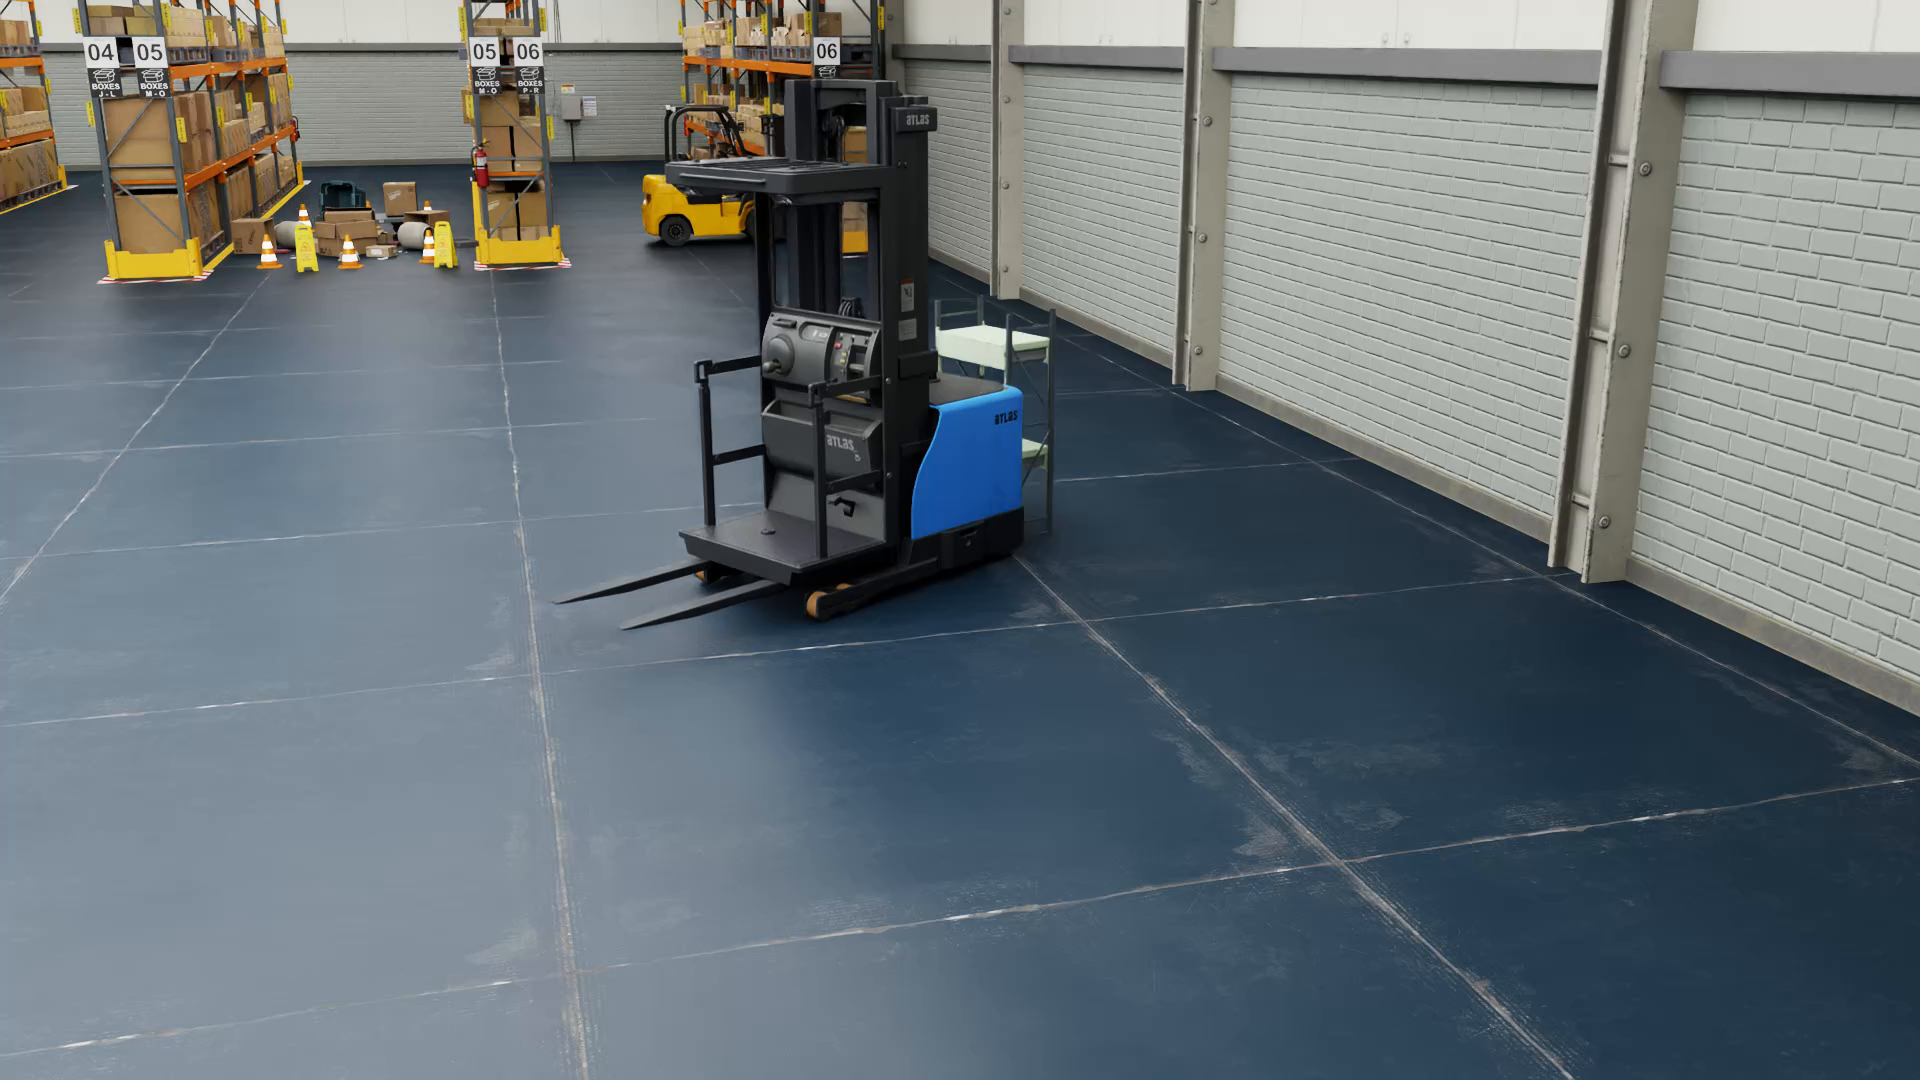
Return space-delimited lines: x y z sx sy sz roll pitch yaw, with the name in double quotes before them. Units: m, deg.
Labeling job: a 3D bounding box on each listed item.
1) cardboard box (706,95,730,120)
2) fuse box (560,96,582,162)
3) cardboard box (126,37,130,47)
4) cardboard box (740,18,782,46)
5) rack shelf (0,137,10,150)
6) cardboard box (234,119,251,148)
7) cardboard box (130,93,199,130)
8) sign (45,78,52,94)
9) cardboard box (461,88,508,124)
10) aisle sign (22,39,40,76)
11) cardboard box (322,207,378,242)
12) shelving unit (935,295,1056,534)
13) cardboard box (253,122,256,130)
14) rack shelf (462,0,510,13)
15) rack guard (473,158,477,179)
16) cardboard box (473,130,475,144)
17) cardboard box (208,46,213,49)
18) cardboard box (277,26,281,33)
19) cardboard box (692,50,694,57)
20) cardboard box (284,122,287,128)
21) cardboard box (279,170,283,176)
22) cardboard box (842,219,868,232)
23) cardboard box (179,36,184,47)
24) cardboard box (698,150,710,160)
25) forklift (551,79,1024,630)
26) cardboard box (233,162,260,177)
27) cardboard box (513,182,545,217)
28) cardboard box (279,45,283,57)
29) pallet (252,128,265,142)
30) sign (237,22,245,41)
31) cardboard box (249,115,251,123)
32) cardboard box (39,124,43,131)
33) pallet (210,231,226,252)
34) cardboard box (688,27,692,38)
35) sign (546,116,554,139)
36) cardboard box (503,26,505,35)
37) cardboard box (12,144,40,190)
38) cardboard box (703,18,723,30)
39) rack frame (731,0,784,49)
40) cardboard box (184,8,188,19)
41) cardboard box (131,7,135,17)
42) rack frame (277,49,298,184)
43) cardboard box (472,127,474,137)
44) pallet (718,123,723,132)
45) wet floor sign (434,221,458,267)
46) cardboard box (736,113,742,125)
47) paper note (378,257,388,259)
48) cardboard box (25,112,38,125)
"cardboard box" -5.117 -9.371 36.031 0.700 0.500 0.500 -4 17 -14
"fuse box" -10.418 -11.053 44.774 0.539 1.711 0.414 -5 17 -15
"cardboard box" -11.866 -6.983 23.303 0.380 0.149 0.250 -5 17 -15
"cardboard box" -3.736 -9.549 31.237 0.700 0.500 0.500 -5 17 -16
"rack shelf" -18.785 -7.199 30.954 1.077 0.370 4.000 -5 17 -15
"cardboard box" -13.057 -7.299 29.863 0.500 0.500 0.500 -5 17 -15
"cardboard box" -11.992 -6.429 25.003 0.875 0.550 0.550 -5 17 -15
"sign" -19.908 -9.910 36.305 0.100 0.325 0.005 -5 17 -15
"cardboard box" -7.230 -6.628 25.373 0.700 0.500 0.500 -5 17 -16
"aisle sign" -20.165 -10.492 36.147 0.394 0.787 0.004 -5 17 -15
"cardboard box" -9.690 -4.974 26.400 0.797 0.637 0.503 -5 17 -15
"shelving unit" 0.225 -0.820 11.076 0.431 1.500 0.755 -13 21 -37
"cardboard box" -13.734 -7.941 31.882 0.380 0.149 0.250 -4 17 -15
"rack shelf" -10.356 -11.770 36.440 1.077 0.370 4.000 -5 17 -15
"rack guard" -10.912 -8.796 39.366 1.175 0.500 0.348 -5 17 -15
"cardboard box" -7.755 -6.714 27.398 0.500 0.500 0.500 -5 17 -15
"cardboard box" -13.840 -8.977 30.234 0.500 0.500 0.500 -5 17 -15
"cardboard box" -15.263 -11.294 36.820 0.380 0.149 0.250 -5 17 -16
"cardboard box" -5.942 -11.158 38.106 0.380 0.149 0.250 -5 17 -15
"cardboard box" -15.068 -9.170 36.704 0.380 0.149 0.250 -4 17 -14
"cardboard box" -14.712 -7.845 35.563 0.380 0.149 0.250 -4 17 -13
"cardboard box" -1.684 -4.990 26.399 0.500 0.250 0.500 -5 17 -15
"cardboard box" -11.304 -7.106 23.714 0.380 0.149 0.250 -5 17 -15
"cardboard box" -5.810 -8.814 38.694 0.500 0.500 0.500 -4 17 -14
"forklift" -0.961 -1.112 9.559 1.130 2.935 3.031 15 22 41
"cardboard box" -13.395 -6.927 31.111 0.500 0.250 0.500 -6 18 -18
"cardboard box" -6.904 -5.487 26.749 0.500 0.500 0.500 -4 17 -12
"cardboard box" -15.111 -10.686 36.361 0.500 0.250 0.500 -5 17 -15
"pallet" -14.022 -7.807 32.061 1.003 0.211 1.213 -5 17 -15
"sign" -12.903 -9.118 29.842 0.100 0.325 0.005 -5 17 -15
"cardboard box" -13.601 -7.945 31.378 0.380 0.149 0.250 -5 17 -15
"cardboard box" -19.811 -8.799 35.469 0.380 0.149 0.250 -4 17 -14
"pallet" -12.206 -4.696 26.218 1.003 0.211 1.213 -5 17 -15
"cardboard box" -5.981 -11.704 38.362 0.500 0.250 0.500 -5 17 -16
"sign" -5.987 -6.018 24.269 0.100 0.325 0.005 -5 17 -15
"cardboard box" -6.495 -7.442 24.349 0.380 0.149 0.250 -5 17 -15
"cardboard box" -19.687 -7.718 34.395 0.875 0.875 0.875 -5 17 -15
"cardboard box" -5.288 -11.069 35.668 0.396 0.266 0.258 -5 17 -16
"rack frame" -3.936 -11.040 32.064 1.000 3.000 0.127 -5 17 -15
"cardboard box" -11.515 -7.699 24.302 0.380 0.149 0.250 -4 17 -15
"cardboard box" -12.078 -7.577 23.895 0.380 0.149 0.250 -5 17 -15
"rack frame" -15.637 -9.567 37.588 1.000 3.000 0.127 -5 17 -15
"cardboard box" -9.542 -8.241 33.432 0.500 0.250 0.500 -5 17 -16
"pallet" -4.474 -8.613 34.744 1.003 0.211 1.213 -5 17 -15
"wet floor sign" -7.485 -4.296 24.132 0.267 0.644 0.232 1 17 4
"cardboard box" -4.073 -8.191 32.397 0.500 0.250 0.500 -5 17 -15
"paper note" -8.682 -4.243 25.024 0.148 0.019 0.142 -12 20 -34
"cardboard box" -19.767 -8.879 35.042 0.500 0.250 0.500 -5 18 -17
